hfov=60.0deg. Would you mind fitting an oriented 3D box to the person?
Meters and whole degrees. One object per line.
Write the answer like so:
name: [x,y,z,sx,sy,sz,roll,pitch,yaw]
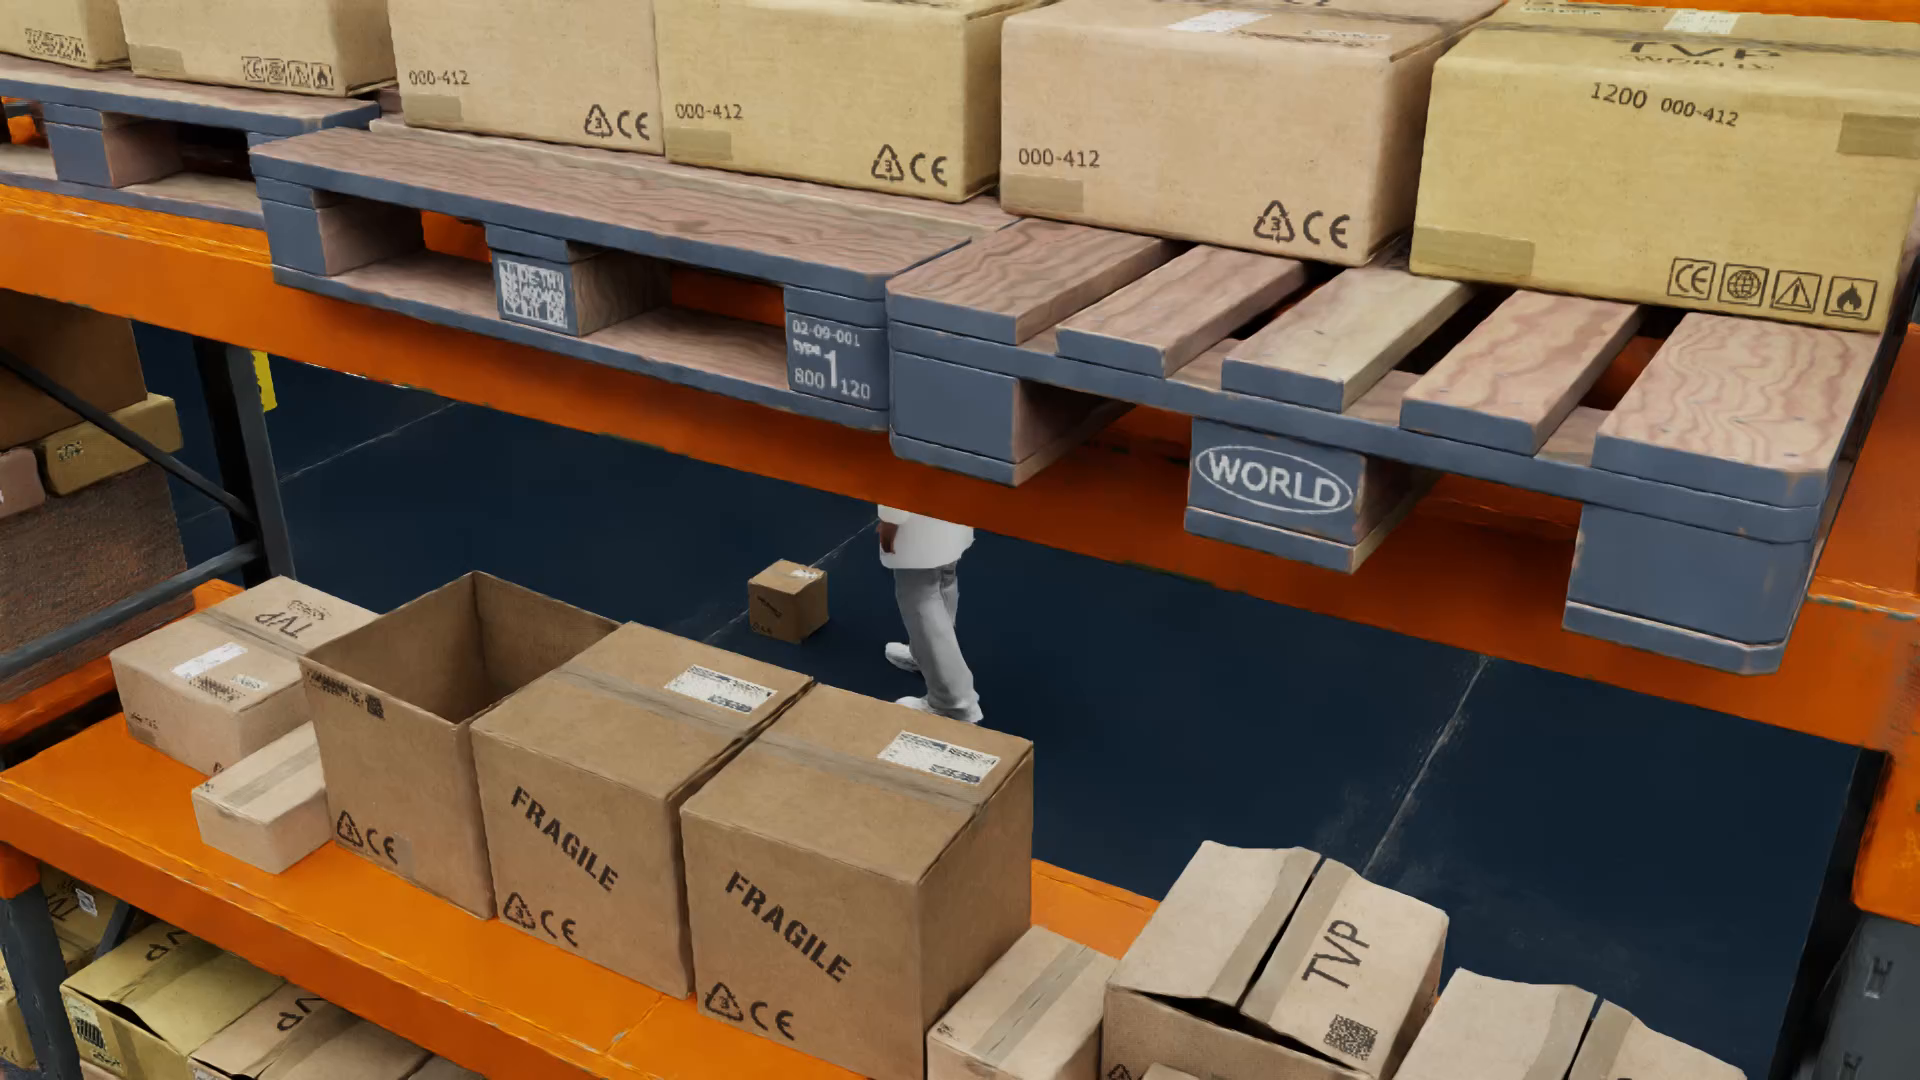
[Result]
person: [-0.126,-0.168,6.455,0.694,1.782,0.606,19,32,34]
